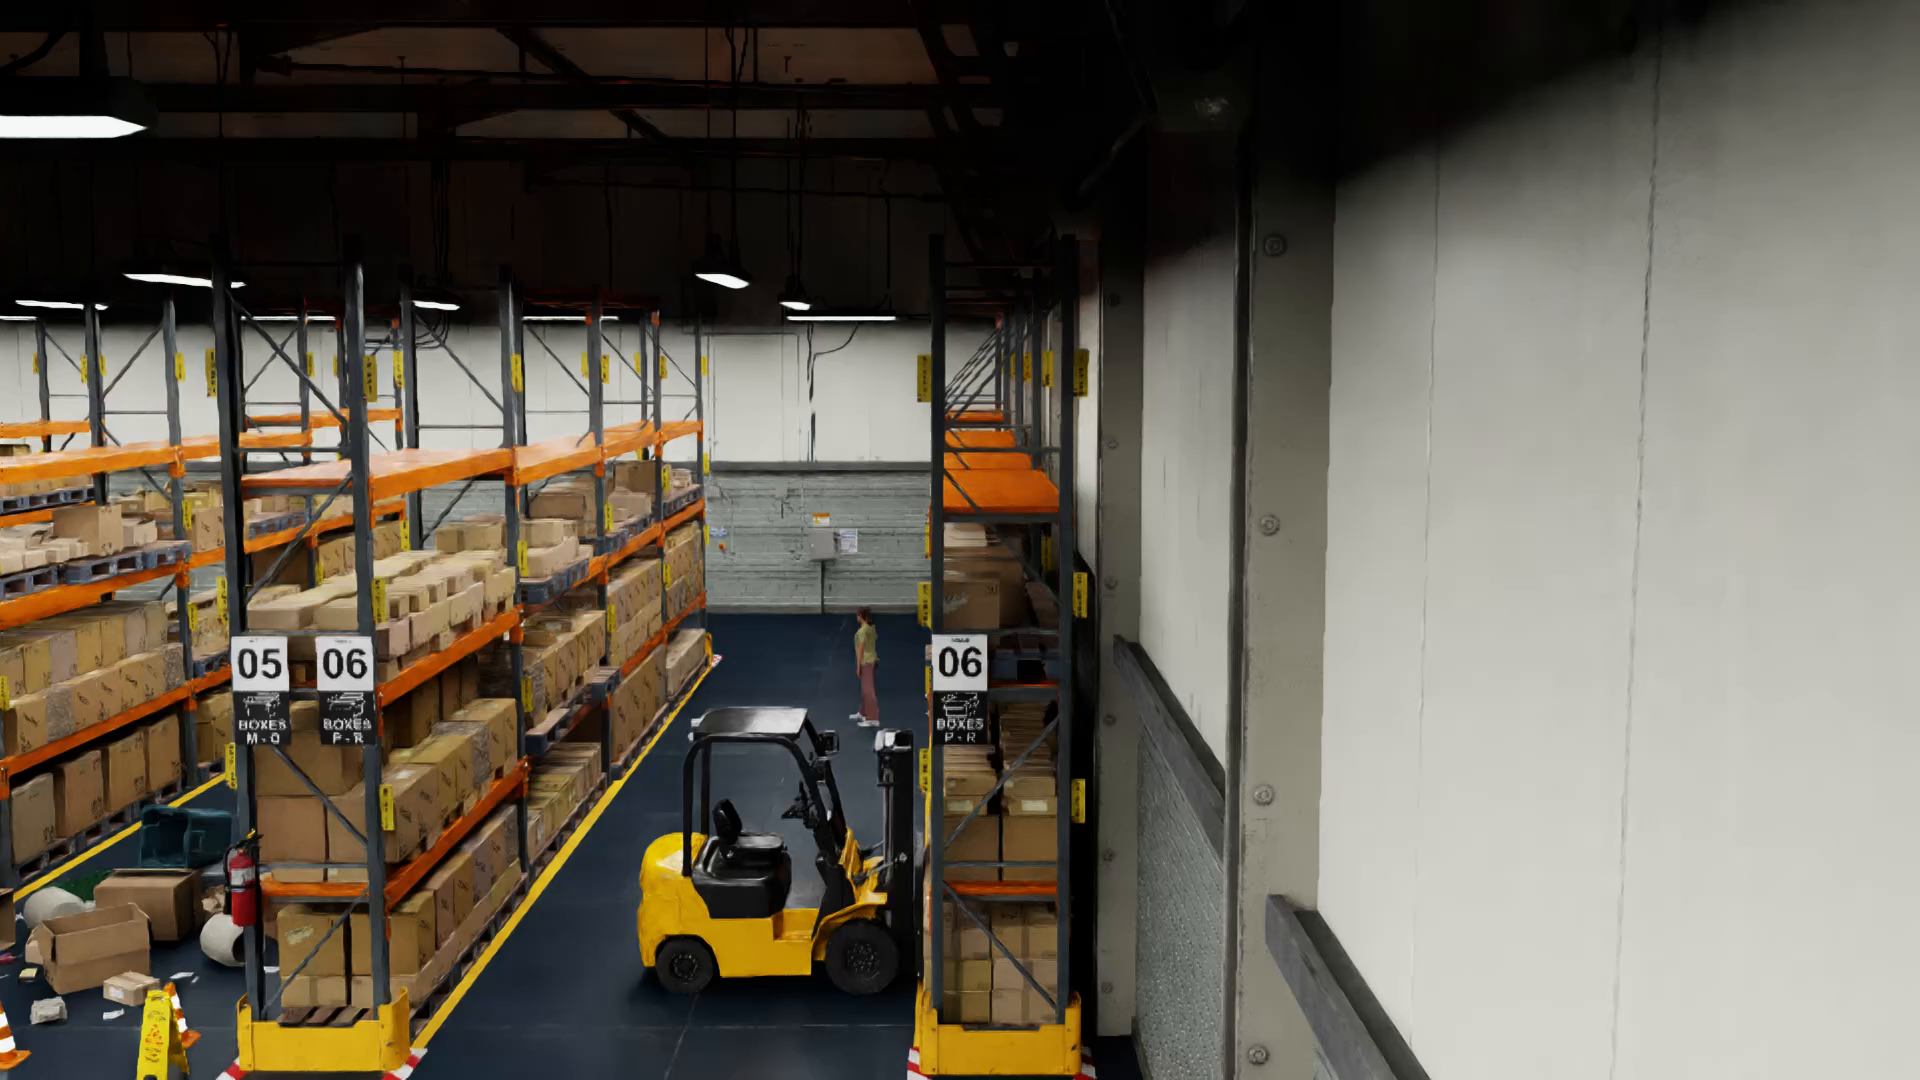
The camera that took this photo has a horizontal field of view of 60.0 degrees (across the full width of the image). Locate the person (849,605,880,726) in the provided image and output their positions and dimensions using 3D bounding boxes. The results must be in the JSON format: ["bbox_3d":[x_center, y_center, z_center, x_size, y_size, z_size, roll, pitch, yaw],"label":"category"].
[{"bbox_3d":[-1.350,1.744,23.346,0.545,1.670,0.545,2,7,18],"label":"person"}]
